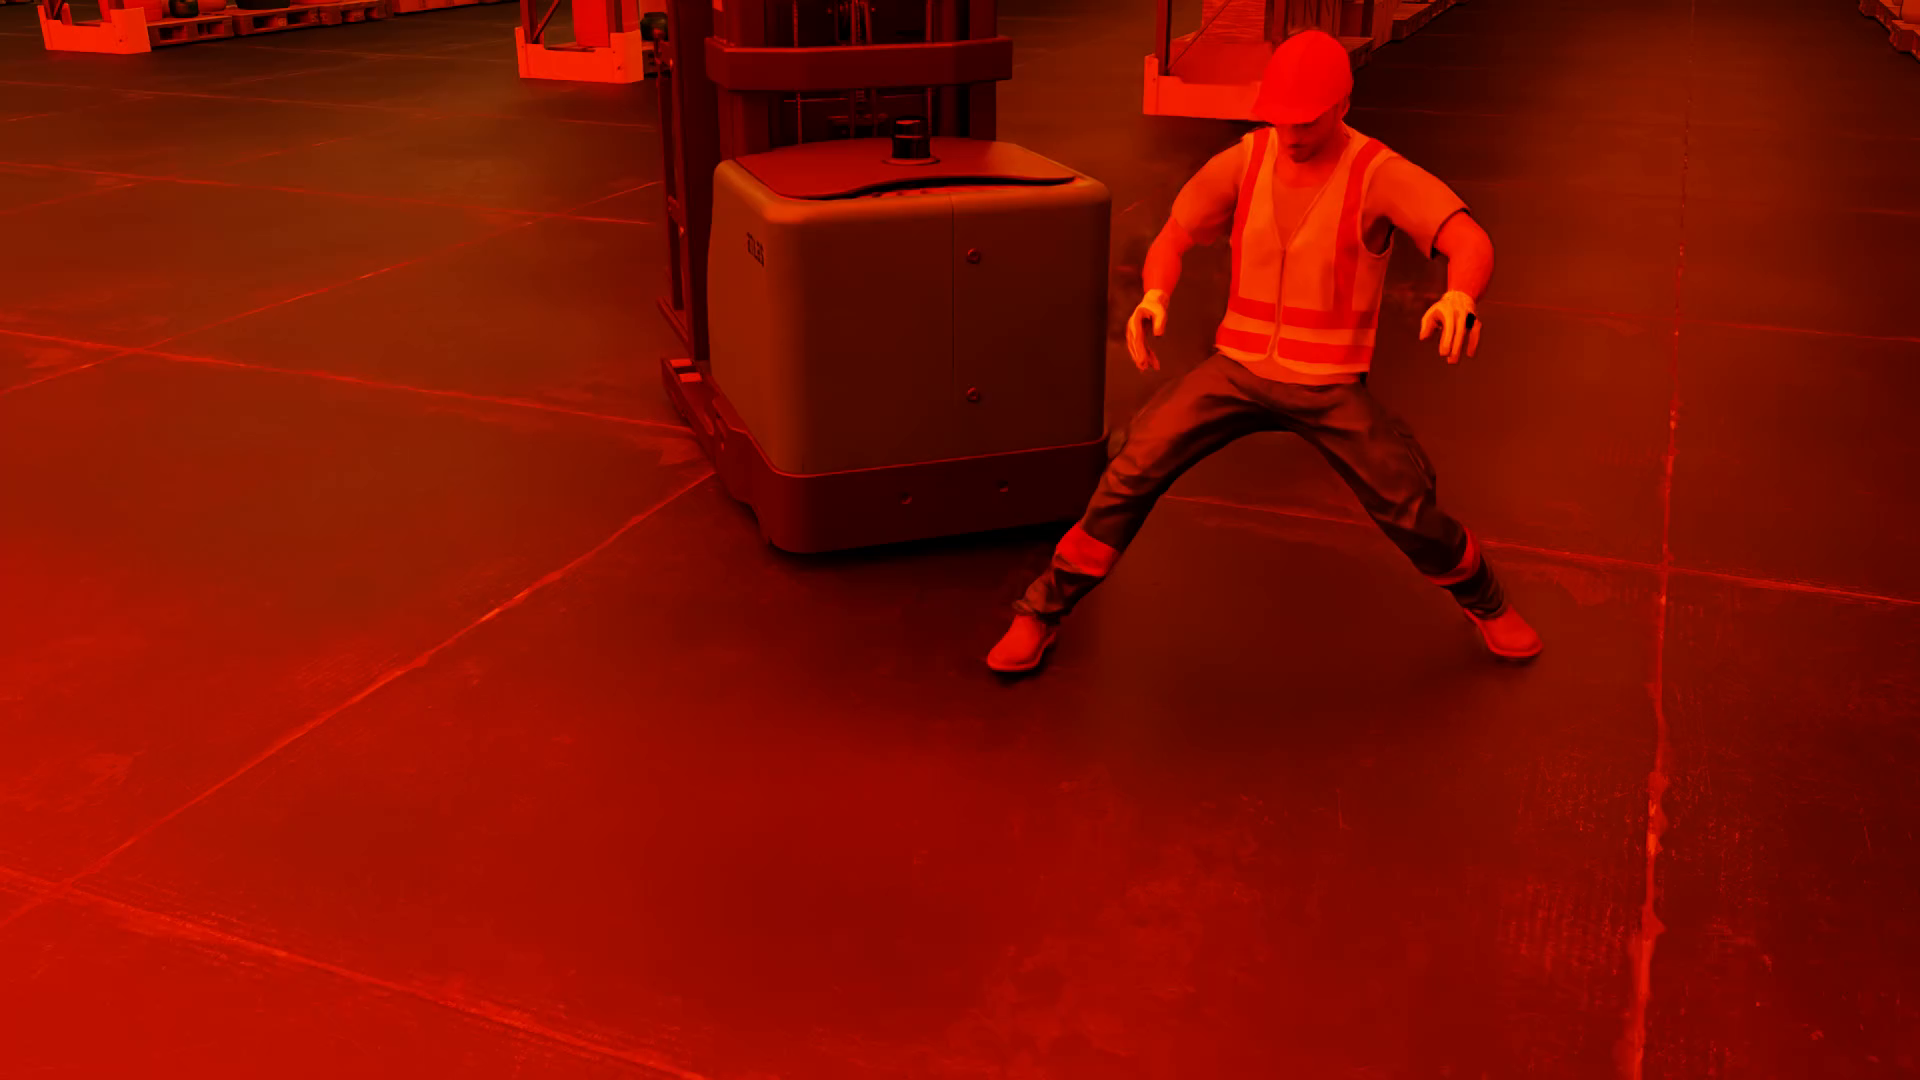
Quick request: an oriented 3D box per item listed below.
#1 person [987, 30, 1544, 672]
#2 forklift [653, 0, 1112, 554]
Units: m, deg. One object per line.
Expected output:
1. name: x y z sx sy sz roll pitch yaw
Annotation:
1. person: 0.810 -0.417 4.034 1.239 1.560 0.968 13 26 28
2. forklift: -0.504 -1.853 5.725 1.130 2.935 3.031 -8 24 -17
